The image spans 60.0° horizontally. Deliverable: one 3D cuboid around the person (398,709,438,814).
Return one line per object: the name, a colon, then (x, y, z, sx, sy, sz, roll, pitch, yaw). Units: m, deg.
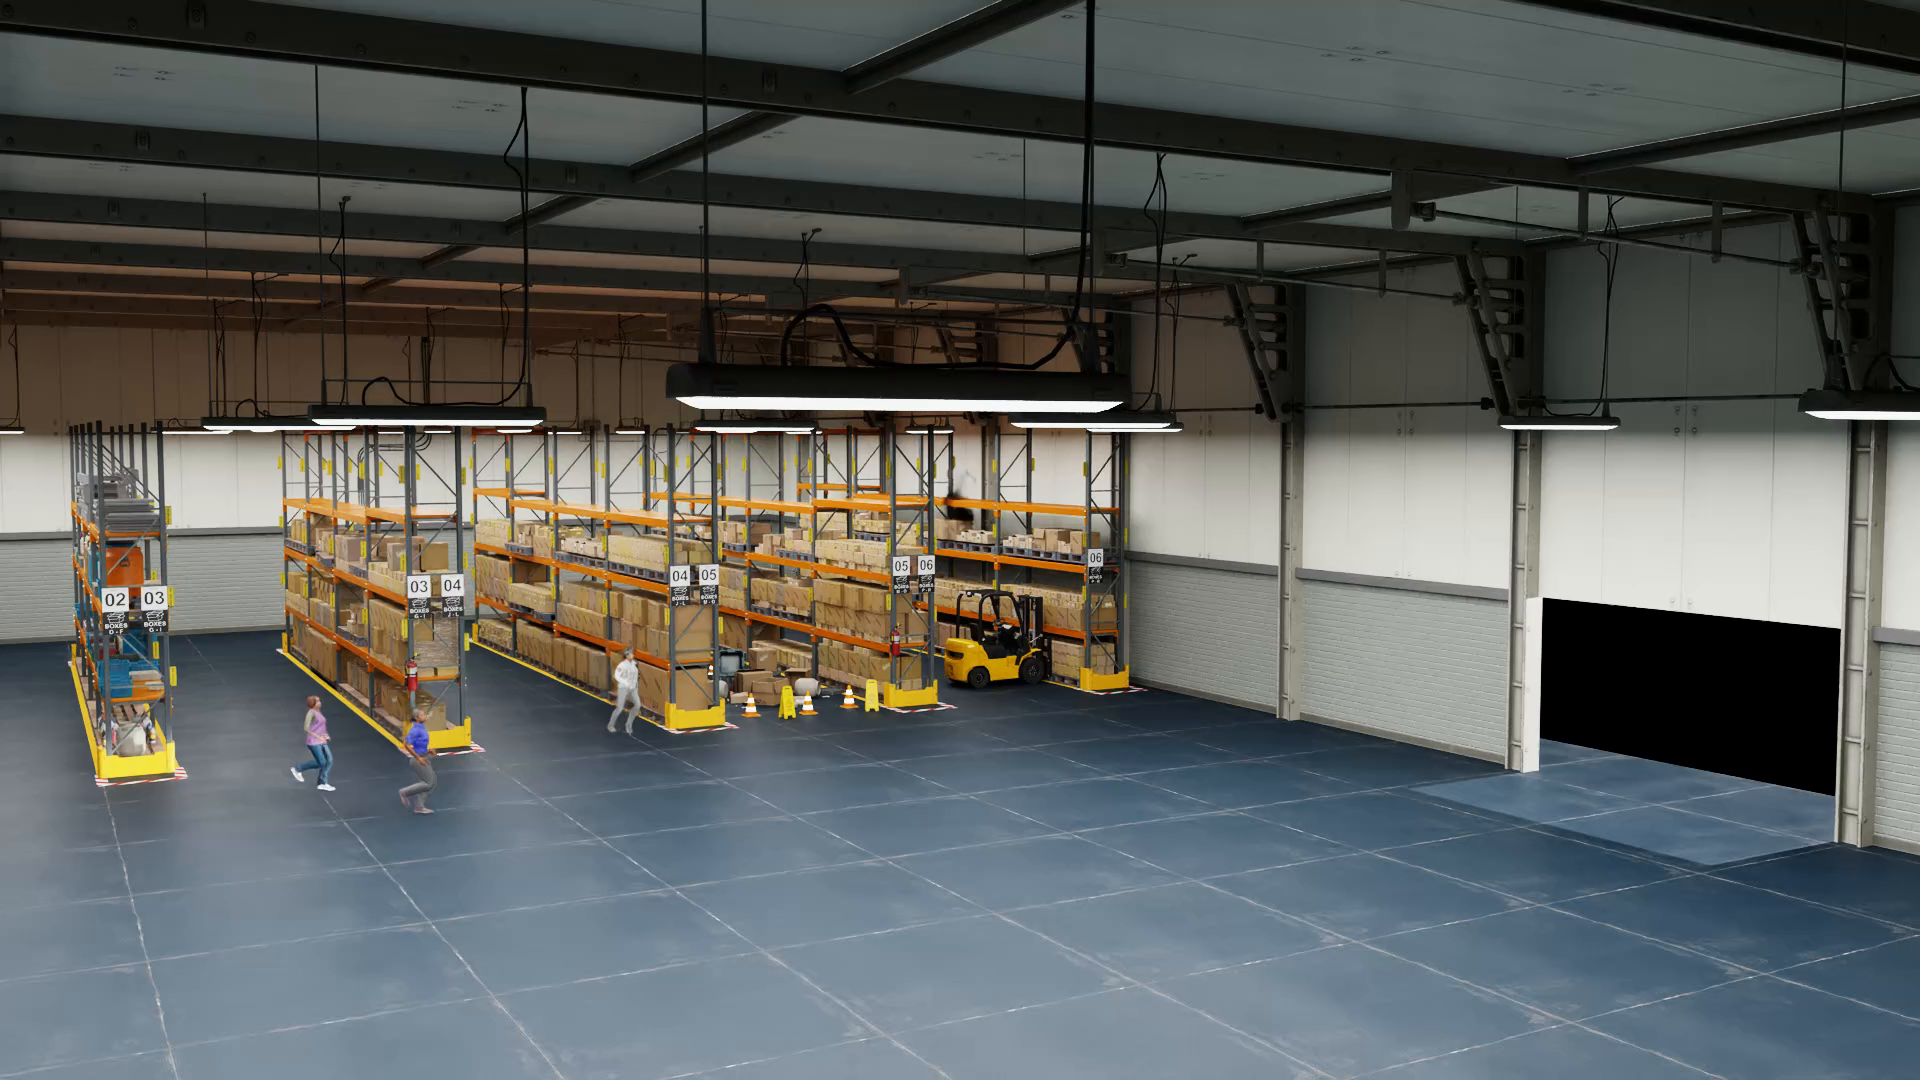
person: (-8.232, 3.364, 25.271, 0.560, 1.613, 0.581, 0, 4, -8)

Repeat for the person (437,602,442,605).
person: (-14.420, 1.936, 46.776, 0.720, 1.777, 0.950, 1, 4, 20)

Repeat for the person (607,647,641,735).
person: (-6.444, 2.908, 32.256, 0.651, 1.690, 0.671, 3, 4, 37)

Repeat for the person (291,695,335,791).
person: (-10.491, 3.290, 26.975, 0.666, 1.563, 0.552, 0, 4, -1)
